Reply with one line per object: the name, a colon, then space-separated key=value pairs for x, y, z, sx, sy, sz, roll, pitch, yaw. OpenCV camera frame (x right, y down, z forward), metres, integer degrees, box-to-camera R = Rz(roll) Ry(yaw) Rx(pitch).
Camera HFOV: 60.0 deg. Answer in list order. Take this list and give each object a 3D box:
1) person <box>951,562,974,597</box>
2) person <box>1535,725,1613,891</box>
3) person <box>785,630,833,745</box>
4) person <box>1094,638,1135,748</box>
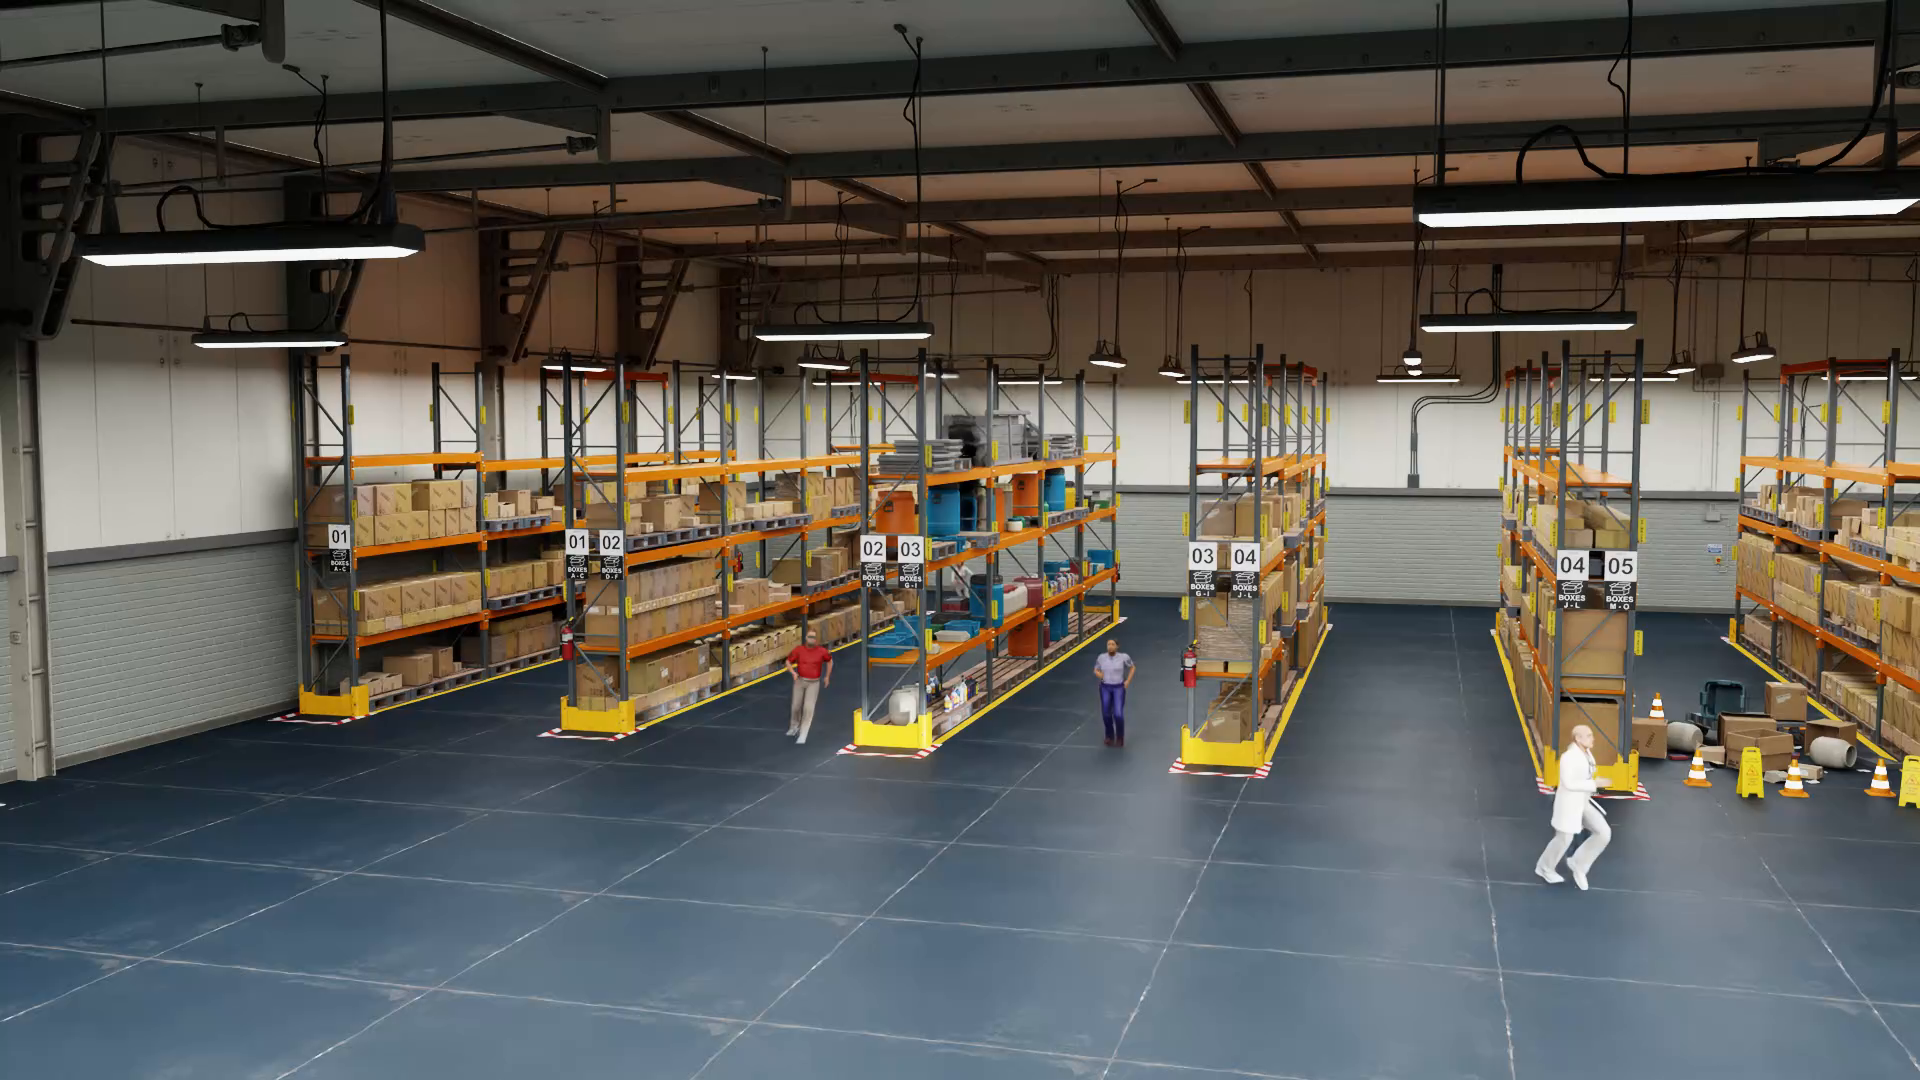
person: x=0.051 y=1.197 z=40.411 sx=0.535 sy=1.507 sz=0.556 roll=1 pitch=4 yaw=12
person: x=6.482 y=2.806 z=17.494 sx=0.746 sy=1.766 sz=0.854 roll=-4 pitch=6 yaw=-42
person: x=-2.334 y=2.258 z=25.572 sx=0.730 sy=1.758 sz=0.696 roll=0 pitch=4 yaw=1
person: x=2.305 y=2.292 z=25.091 sx=0.602 sy=1.634 sz=0.617 roll=1 pitch=4 yaw=17
